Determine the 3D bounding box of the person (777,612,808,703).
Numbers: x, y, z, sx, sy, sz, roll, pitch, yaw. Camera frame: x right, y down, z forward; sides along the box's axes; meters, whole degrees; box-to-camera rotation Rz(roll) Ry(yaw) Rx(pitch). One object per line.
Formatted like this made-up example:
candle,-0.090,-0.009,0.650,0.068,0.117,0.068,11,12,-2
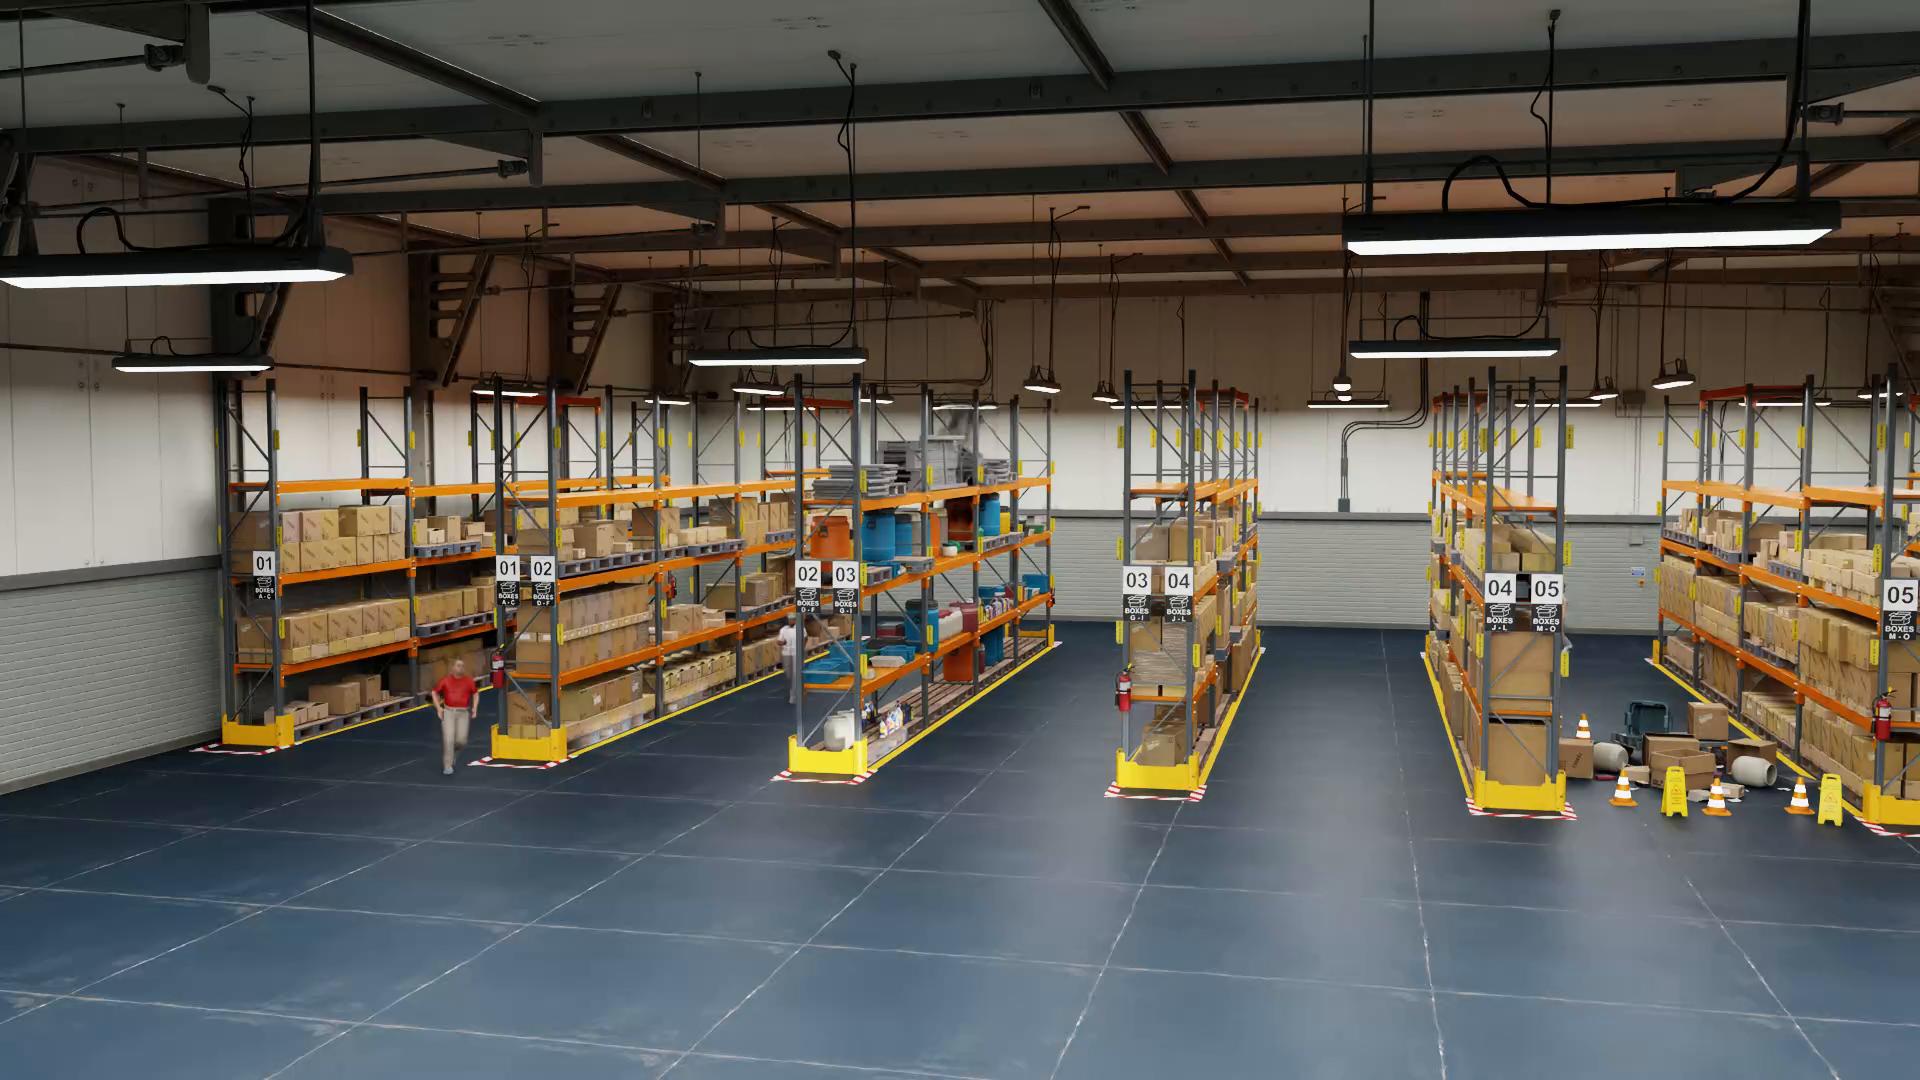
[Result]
person,-3.215,2.216,31.800,0.575,1.691,0.909,0,3,3

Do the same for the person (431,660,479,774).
person,-7.637,2.664,25.211,0.706,1.688,0.543,-2,4,-25

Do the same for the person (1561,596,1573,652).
person,13.821,1.829,38.685,0.875,1.667,0.559,0,3,7
